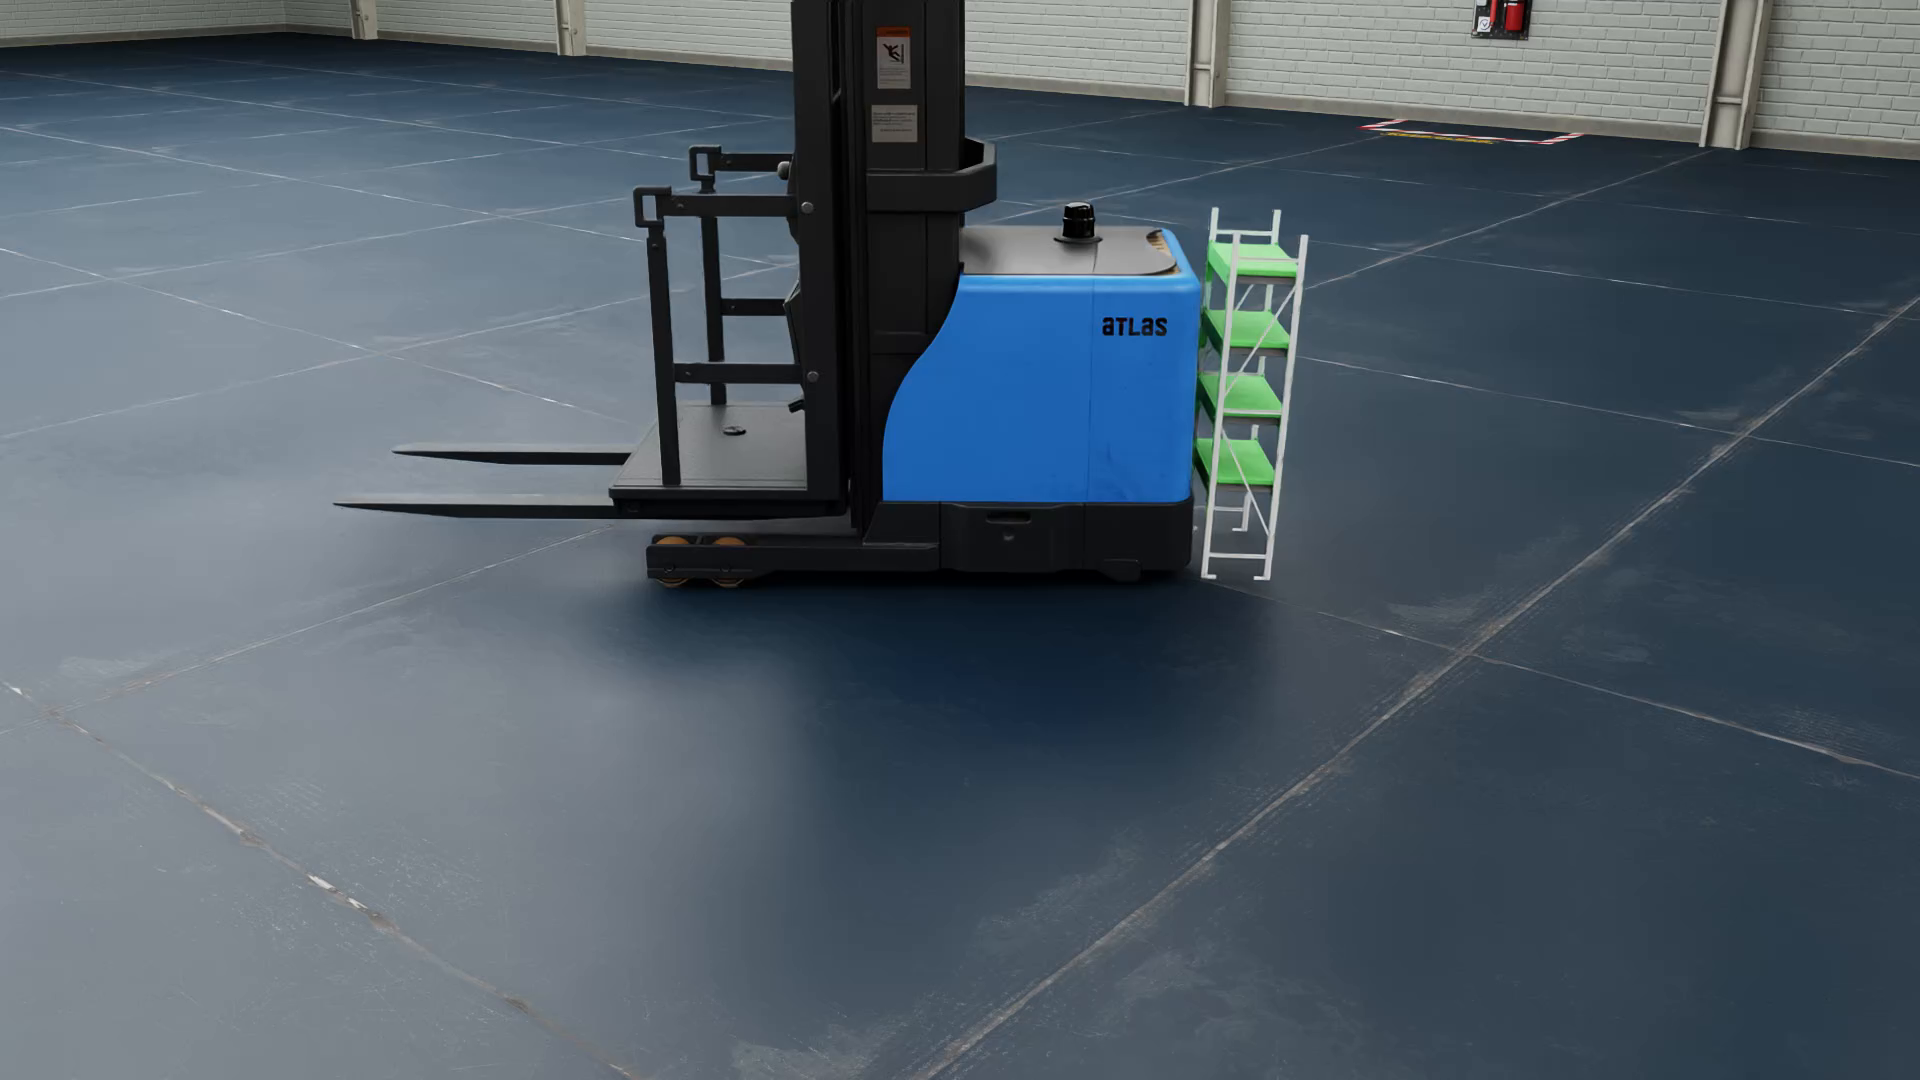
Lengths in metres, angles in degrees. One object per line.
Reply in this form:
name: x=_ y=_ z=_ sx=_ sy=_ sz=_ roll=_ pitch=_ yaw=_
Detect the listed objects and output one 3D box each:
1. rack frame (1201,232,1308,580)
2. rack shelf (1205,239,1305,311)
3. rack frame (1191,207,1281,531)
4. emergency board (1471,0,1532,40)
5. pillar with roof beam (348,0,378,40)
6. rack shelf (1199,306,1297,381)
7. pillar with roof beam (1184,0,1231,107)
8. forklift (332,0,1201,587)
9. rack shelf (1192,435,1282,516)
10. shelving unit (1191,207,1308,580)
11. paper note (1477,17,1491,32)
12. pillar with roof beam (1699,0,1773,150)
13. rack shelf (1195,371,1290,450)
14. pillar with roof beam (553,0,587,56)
rack frame: x=0.983 y=-0.428 z=5.589 sx=0.240 sy=1.200 sz=0.015 roll=2 pitch=21 yaw=-1
rack shelf: x=0.998 y=-0.904 z=5.671 sx=0.258 sy=0.148 sz=0.480 roll=2 pitch=21 yaw=-1
rack frame: x=0.982 y=-0.601 z=6.046 sx=0.240 sy=1.200 sz=0.015 roll=2 pitch=21 yaw=-1
emergency board: x=5.718 y=-5.884 z=17.519 sx=0.643 sy=1.169 sz=0.194 roll=16 pitch=26 yaw=36
pillar with roof beam: x=-13.707 y=-12.307 z=26.049 sx=0.400 sy=9.000 sz=9.100 roll=16 pitch=26 yaw=36
rack shelf: x=0.989 y=-0.679 z=5.756 sx=0.258 sy=0.148 sz=0.480 roll=2 pitch=21 yaw=-1
pillar with roof beam: x=0.238 y=-8.291 z=15.400 sx=0.400 sy=9.000 sz=9.100 roll=16 pitch=26 yaw=36
forklift: x=-0.701 y=-1.397 z=5.719 sx=3.031 sy=2.935 sz=1.130 roll=1 pitch=21 yaw=1
rack shelf: x=0.971 y=-0.230 z=5.925 sx=0.258 sy=0.148 sz=0.480 roll=2 pitch=21 yaw=-1
shelving unit: x=0.982 y=-0.514 z=5.818 sx=0.258 sy=1.200 sz=0.503 roll=2 pitch=21 yaw=-1
paper note: x=5.624 y=-5.530 z=17.829 sx=0.142 sy=0.148 sz=0.016 roll=16 pitch=26 yaw=36
pillar with roof beam: x=4.886 y=-6.952 z=11.850 sx=0.400 sy=9.000 sz=9.100 roll=16 pitch=26 yaw=36
rack shelf: x=0.980 y=-0.455 z=5.840 sx=0.258 sy=0.148 sz=0.480 roll=2 pitch=21 yaw=-1
pillar with roof beam: x=-9.059 y=-10.968 z=22.500 sx=0.400 sy=9.000 sz=9.100 roll=16 pitch=26 yaw=36
